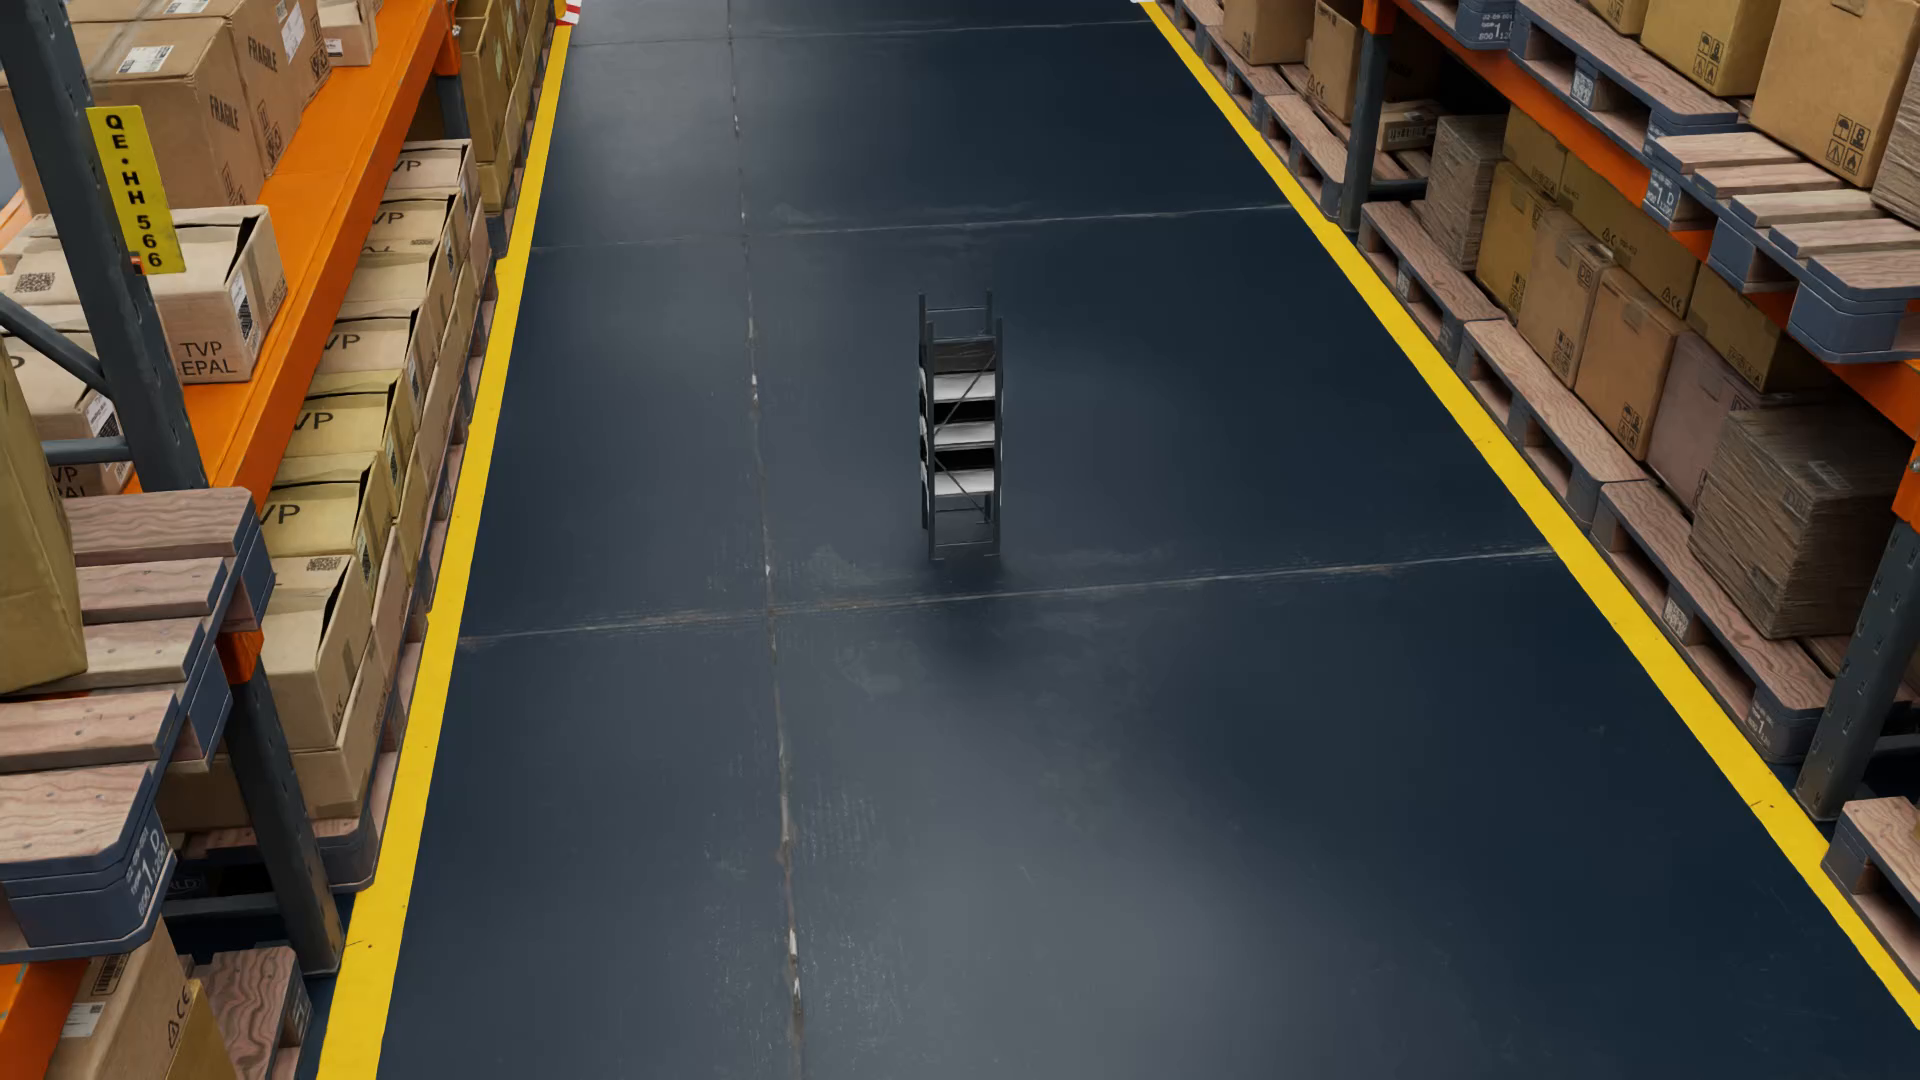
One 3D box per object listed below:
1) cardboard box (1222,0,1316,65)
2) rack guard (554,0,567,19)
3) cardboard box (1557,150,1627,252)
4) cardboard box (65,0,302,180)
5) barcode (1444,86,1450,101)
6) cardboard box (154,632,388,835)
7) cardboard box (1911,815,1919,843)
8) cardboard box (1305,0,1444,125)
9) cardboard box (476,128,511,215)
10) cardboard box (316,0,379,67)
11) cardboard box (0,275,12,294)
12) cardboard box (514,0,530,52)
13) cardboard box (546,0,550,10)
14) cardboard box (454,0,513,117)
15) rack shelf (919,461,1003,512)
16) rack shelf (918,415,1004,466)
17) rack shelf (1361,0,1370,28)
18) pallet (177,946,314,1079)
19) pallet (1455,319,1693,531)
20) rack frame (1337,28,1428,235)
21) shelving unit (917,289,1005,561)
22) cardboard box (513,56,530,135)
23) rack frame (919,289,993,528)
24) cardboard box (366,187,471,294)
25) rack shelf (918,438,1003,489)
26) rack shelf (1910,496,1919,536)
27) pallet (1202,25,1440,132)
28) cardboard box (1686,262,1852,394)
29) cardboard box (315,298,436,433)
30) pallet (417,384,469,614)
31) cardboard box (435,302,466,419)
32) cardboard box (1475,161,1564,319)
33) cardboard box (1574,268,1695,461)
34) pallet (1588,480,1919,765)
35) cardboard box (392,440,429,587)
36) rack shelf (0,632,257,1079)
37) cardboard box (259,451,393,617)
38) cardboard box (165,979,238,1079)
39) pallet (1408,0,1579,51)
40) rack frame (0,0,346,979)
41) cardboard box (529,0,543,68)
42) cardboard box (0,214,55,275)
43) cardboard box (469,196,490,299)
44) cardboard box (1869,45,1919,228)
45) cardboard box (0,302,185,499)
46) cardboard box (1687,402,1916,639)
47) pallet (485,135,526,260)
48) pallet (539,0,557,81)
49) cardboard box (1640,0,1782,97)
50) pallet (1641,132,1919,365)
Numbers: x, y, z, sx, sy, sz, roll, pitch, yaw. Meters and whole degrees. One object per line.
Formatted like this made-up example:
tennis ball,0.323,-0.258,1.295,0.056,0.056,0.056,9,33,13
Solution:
cardboard box,1.904,-3.015,9.339,0.700,0.500,0.500,-6,35,-9
rack guard,-3.137,-3.593,10.579,1.175,0.500,0.348,-4,35,-6
cardboard box,2.565,-1.272,6.115,0.500,0.250,0.500,-5,35,-8
cardboard box,-2.370,-1.419,5.079,0.500,0.500,0.500,-4,35,-6
barcode,2.496,-2.288,8.522,0.001,0.075,0.075,-4,35,-6
cardboard box,-1.837,0.500,4.422,0.500,0.250,0.500,-4,35,-7
cardboard box,2.820,0.609,3.728,0.750,0.750,0.750,-5,35,-7
cardboard box,2.134,-2.483,8.559,0.500,0.500,0.500,-7,35,-10
cardboard box,-2.357,-1.700,7.649,0.500,0.250,0.500,-4,35,-6
cardboard box,-2.295,-1.848,5.918,0.396,0.266,0.258,-5,35,-8
cardboard box,-2.452,-0.526,4.081,0.380,0.149,0.250,-4,35,-6
cardboard box,-2.551,-2.847,8.667,0.500,0.500,0.500,-4,35,-6
cardboard box,-2.768,-3.373,10.105,0.500,0.250,0.500,-4,35,-6
cardboard box,-2.423,-2.289,7.848,0.500,0.500,0.500,-4,35,-6
rack shelf,0.001,-0.191,5.610,0.258,0.077,0.200,-4,35,-6
rack shelf,0.001,-0.340,5.509,0.258,0.077,0.200,-4,35,-6
rack shelf,2.044,-3.577,8.974,1.077,0.370,4.000,-4,35,-6
pallet,-1.994,1.423,3.474,1.003,0.211,1.213,-4,35,-6
pallet,2.586,-0.489,6.280,1.003,0.211,1.213,-4,35,-6
rack frame,2.313,-2.758,7.133,1.000,3.000,0.127,-4,35,-6
shelving unit,0.001,-0.367,5.490,0.258,0.900,0.210,-4,35,-6
cardboard box,-2.482,-2.259,8.469,0.500,0.250,0.500,-4,35,-6
rack frame,-0.013,-0.424,5.573,0.240,0.900,0.006,-4,35,-6
cardboard box,-2.181,-1.156,6.353,0.500,0.311,0.500,-3,34,-5
rack shelf,0.001,-0.265,5.559,0.258,0.077,0.200,-4,35,-6
rack shelf,3.120,0.888,2.423,1.077,0.370,4.000,-4,35,-6
pallet,2.020,-2.660,9.466,1.003,0.211,1.213,-4,35,-6
cardboard box,2.688,-0.705,5.284,0.500,0.250,0.500,-4,34,-5
cardboard box,-2.052,-0.596,5.532,0.500,0.311,0.500,-5,35,-7
pallet,-2.290,-0.138,5.765,1.003,0.211,1.213,-4,35,-6
cardboard box,-2.117,-0.641,6.095,0.500,0.250,0.500,-4,34,-5
cardboard box,2.548,-1.213,6.695,0.700,0.500,0.500,-5,35,-7
cardboard box,2.653,-0.644,5.860,0.700,0.500,0.500,-5,35,-7
pallet,2.747,0.190,5.283,1.003,0.211,1.213,-4,35,-6
cardboard box,-1.981,-0.070,5.258,0.500,0.250,0.500,-5,35,-8
rack shelf,-1.788,1.265,1.869,1.077,0.370,4.000,-4,35,-6
cardboard box,-1.916,-0.025,4.693,0.500,0.311,0.500,-5,35,-8
cardboard box,-1.699,1.207,3.145,0.500,0.500,0.500,-3,34,-5
pallet,2.271,-2.241,6.545,1.003,0.211,1.213,-4,35,-6
rack frame,-2.057,-0.149,3.304,1.000,3.000,0.127,-4,35,-6
cardboard box,-2.620,-2.816,9.288,0.500,0.250,0.500,-4,35,-6
cardboard box,-2.285,-0.752,4.413,0.380,0.149,0.250,-2,34,-3
cardboard box,-2.252,-1.209,6.928,0.500,0.250,0.500,-5,35,-7
cardboard box,2.778,-1.010,4.090,0.700,0.500,0.500,-8,35,-12
cardboard box,-2.063,-0.318,3.632,0.500,0.311,0.500,-2,34,-3
cardboard box,2.702,-0.072,5.022,0.700,0.500,0.500,-4,34,-6
pallet,-2.661,-1.675,8.021,1.003,0.211,1.213,-4,35,-6
pallet,-2.989,-3.037,10.019,1.003,0.211,1.213,-4,35,-6
cardboard box,2.588,-1.704,5.107,0.700,0.500,0.500,-4,35,-6
pallet,2.649,-0.836,4.484,1.213,0.211,1.003,-4,35,-6
